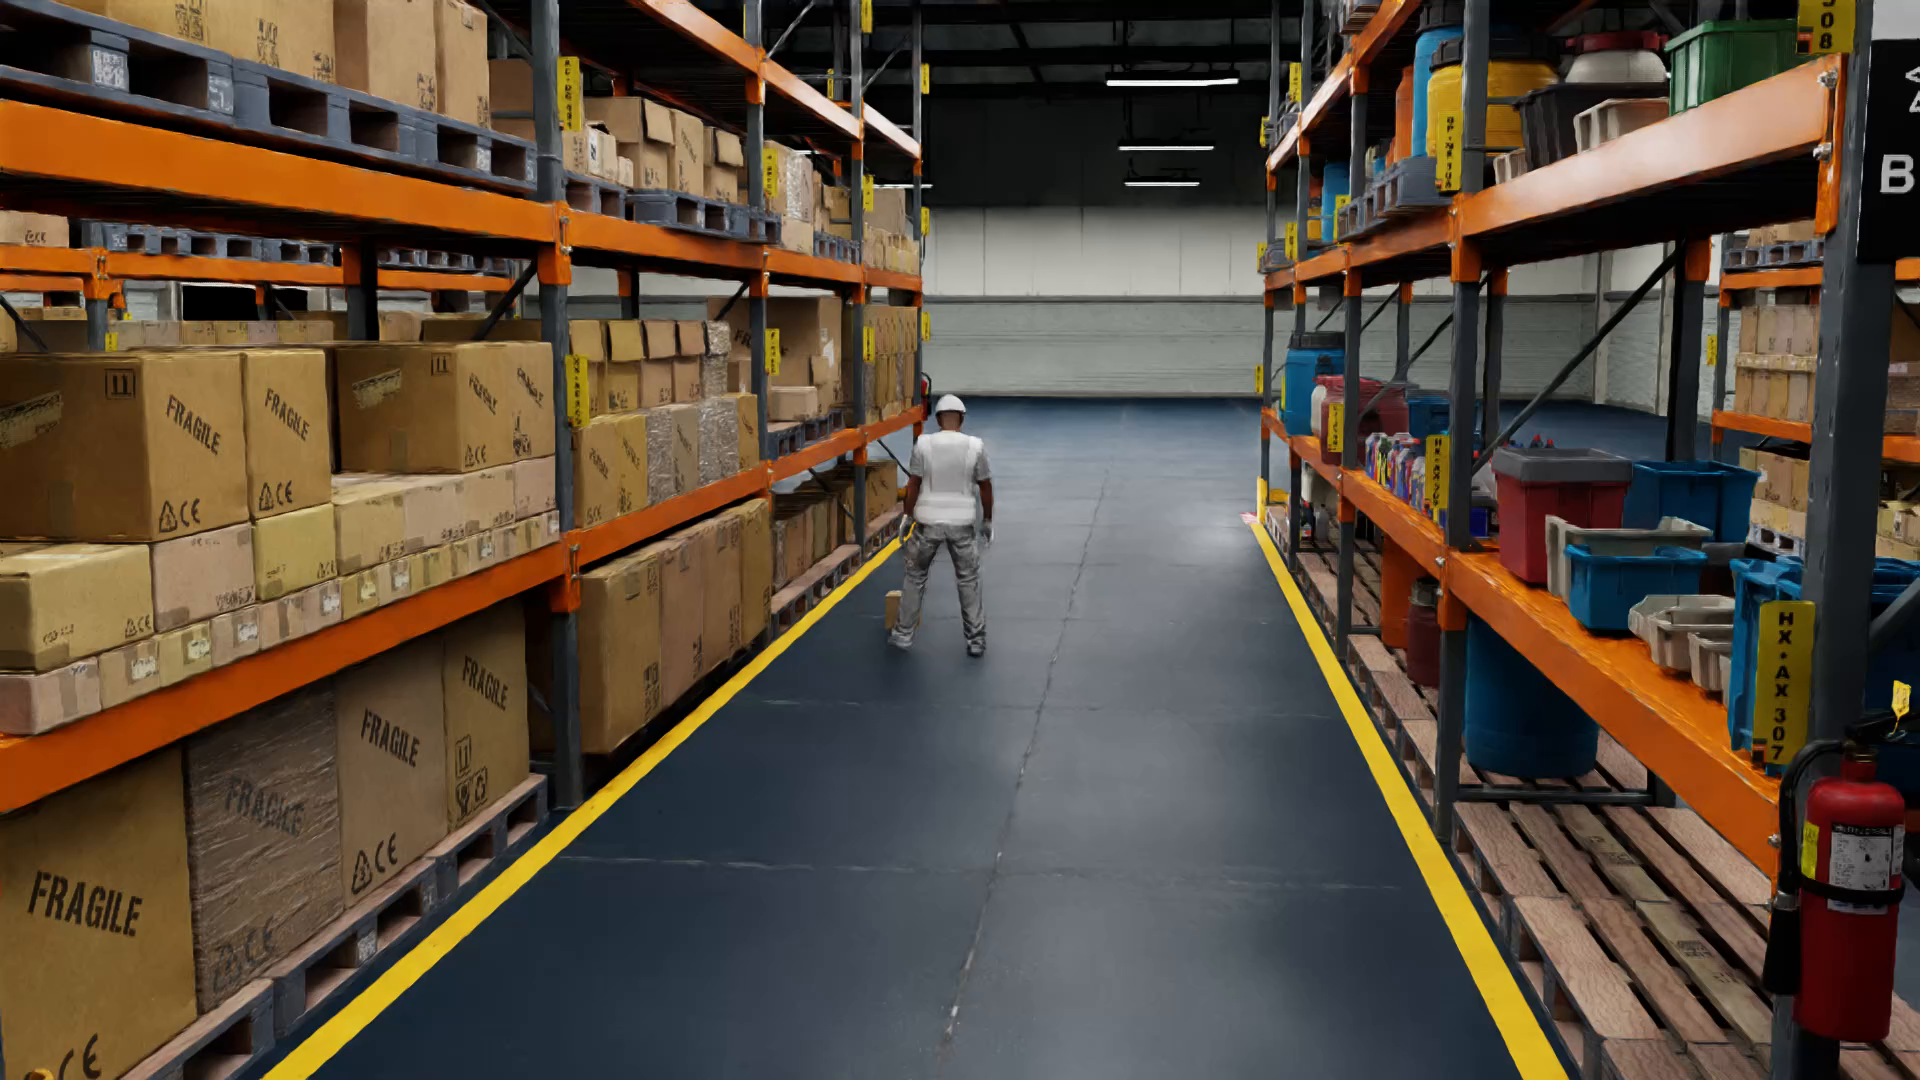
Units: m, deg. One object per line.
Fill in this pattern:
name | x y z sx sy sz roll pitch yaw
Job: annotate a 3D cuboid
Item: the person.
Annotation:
person | -0.136 -0.119 11.469 0.724 1.774 0.471 -1 8 -4
